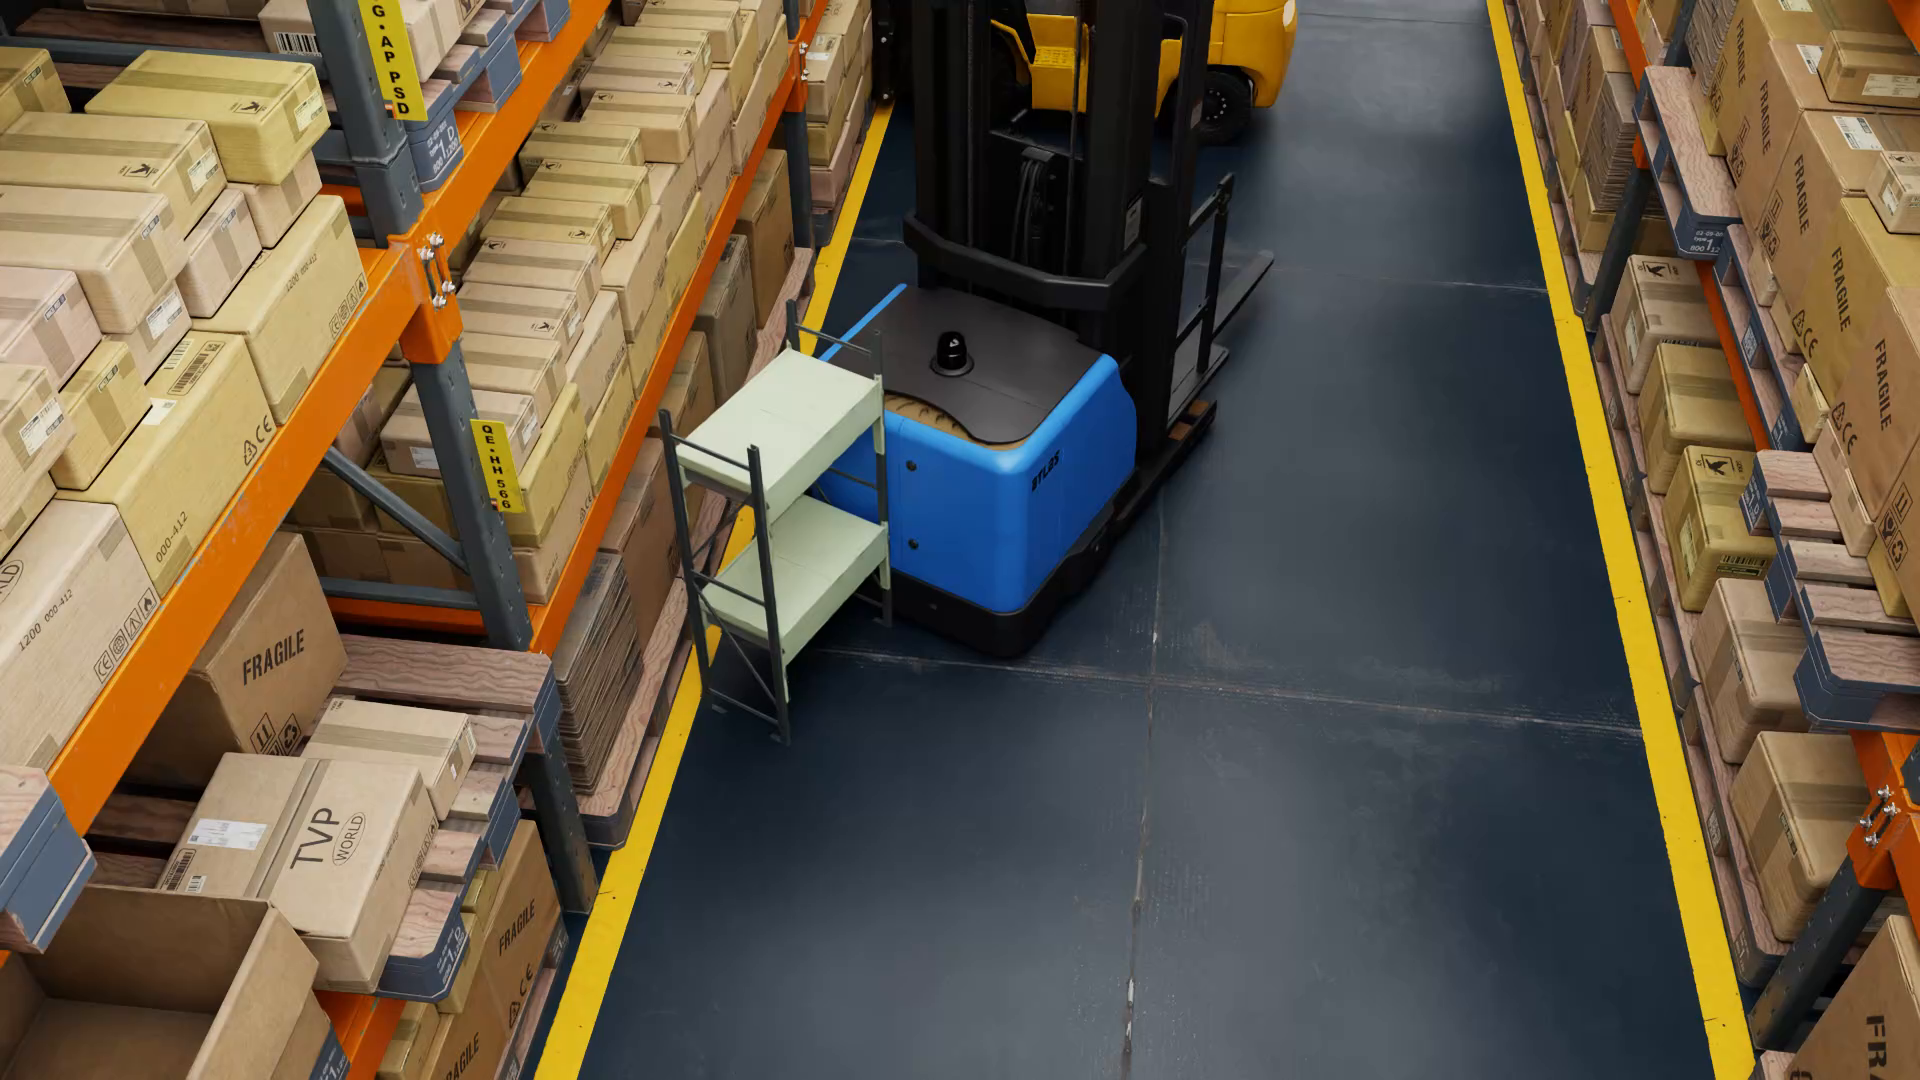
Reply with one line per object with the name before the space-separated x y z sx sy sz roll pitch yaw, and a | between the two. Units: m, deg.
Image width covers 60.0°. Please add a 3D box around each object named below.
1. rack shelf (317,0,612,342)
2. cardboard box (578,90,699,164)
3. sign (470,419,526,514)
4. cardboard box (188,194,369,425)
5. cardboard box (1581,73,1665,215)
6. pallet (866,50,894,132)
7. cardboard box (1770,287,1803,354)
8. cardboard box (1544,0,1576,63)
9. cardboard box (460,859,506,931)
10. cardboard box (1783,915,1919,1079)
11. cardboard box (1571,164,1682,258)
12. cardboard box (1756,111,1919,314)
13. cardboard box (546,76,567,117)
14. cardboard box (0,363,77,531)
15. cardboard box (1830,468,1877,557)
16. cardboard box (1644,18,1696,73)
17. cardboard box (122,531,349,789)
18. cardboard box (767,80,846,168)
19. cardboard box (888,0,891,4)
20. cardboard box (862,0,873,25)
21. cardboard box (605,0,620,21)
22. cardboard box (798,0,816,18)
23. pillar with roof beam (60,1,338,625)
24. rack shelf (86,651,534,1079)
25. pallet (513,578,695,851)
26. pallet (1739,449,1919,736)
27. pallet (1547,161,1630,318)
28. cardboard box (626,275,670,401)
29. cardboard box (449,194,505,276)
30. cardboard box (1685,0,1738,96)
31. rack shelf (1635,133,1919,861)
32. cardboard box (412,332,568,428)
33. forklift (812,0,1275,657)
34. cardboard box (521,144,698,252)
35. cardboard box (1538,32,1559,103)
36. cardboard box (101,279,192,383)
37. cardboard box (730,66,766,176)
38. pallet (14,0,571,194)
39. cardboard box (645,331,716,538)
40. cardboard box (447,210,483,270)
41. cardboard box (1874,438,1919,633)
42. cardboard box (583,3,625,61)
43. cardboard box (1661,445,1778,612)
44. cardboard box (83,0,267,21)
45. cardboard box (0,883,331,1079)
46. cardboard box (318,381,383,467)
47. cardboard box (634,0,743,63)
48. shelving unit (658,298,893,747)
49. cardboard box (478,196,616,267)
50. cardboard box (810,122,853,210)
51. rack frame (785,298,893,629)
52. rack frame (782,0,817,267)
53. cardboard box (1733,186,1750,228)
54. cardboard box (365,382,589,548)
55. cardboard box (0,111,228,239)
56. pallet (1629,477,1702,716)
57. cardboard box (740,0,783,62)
rack shelf | -1.530 -2.039 5.586 1.077 0.370 4.000 5 44 6
cardboard box | -1.189 -1.532 6.164 0.380 0.149 0.250 4 44 4
sign | -1.256 -0.197 4.514 0.100 0.325 0.005 5 44 6
cardboard box | -1.622 -0.511 3.558 0.500 0.250 0.500 4 44 4
cardboard box | 3.467 -1.980 8.330 0.500 0.500 0.500 5 44 5
pallet | -0.961 -2.934 10.217 1.003 0.211 1.213 5 44 6
cardboard box | 3.062 -0.769 5.780 0.380 0.149 0.250 4 44 4
cardboard box | 3.661 -3.039 9.449 0.500 0.500 0.500 6 44 6
cardboard box | -1.609 1.031 5.042 0.380 0.149 0.250 3 44 3
cardboard box | 2.952 1.683 4.553 0.875 0.875 0.875 5 44 5
cardboard box | 3.466 -1.707 8.588 0.500 0.250 0.500 7 44 7
cardboard box | 3.107 -1.101 5.659 0.500 0.500 0.500 4 44 4
cardboard box | -1.746 -1.762 6.407 0.380 0.149 0.250 5 44 5
cardboard box | -1.688 -0.162 2.683 0.380 0.149 0.250 4 44 5
cardboard box | 2.888 -0.071 5.042 0.380 0.149 0.250 5 44 5
cardboard box | 3.395 -2.281 7.682 0.380 0.149 0.250 5 44 5
cardboard box | -2.018 0.300 4.396 0.500 0.500 0.500 7 44 7
cardboard box | -0.896 -2.211 8.757 0.500 0.250 0.500 5 44 5
cardboard box | -0.686 -3.241 9.844 0.500 0.250 0.500 5 44 5
cardboard box | -0.759 -3.080 9.311 0.500 0.250 0.500 7 44 7
cardboard box | -1.646 -2.278 6.952 0.380 0.149 0.250 5 44 5
cardboard box | -0.949 -2.889 8.069 0.500 0.500 0.500 4 44 4
pillar with roof beam | 1.751 -2.606 3.479 9.100 9.000 0.400 5 44 6
rack shelf | -2.059 1.776 3.738 1.077 0.370 4.000 5 44 6
pallet | -1.647 0.607 6.478 1.003 0.211 1.213 5 44 6
pallet | 3.114 0.175 5.046 1.213 0.211 1.003 5 44 6
pallet | 3.708 -1.574 8.781 1.003 0.211 1.213 5 44 6
cardboard box | -1.361 -0.768 6.011 0.500 0.250 0.500 4 44 4
cardboard box | -1.876 -0.996 5.888 0.500 0.250 0.500 5 44 5
cardboard box | 3.308 -2.129 6.745 0.500 0.500 0.500 6 44 7
rack shelf | 3.390 -0.501 6.143 1.077 0.370 4.000 5 44 6
cardboard box | -1.427 -0.493 5.066 0.380 0.149 0.250 6 44 6
forklift | 0.543 -1.594 6.824 1.130 2.935 3.031 22 48 22
cardboard box | -1.297 -1.302 6.211 0.500 0.250 0.500 6 44 6
cardboard box | 3.668 -2.761 9.701 0.500 0.250 0.500 8 44 8
cardboard box | -1.717 -0.413 3.164 0.380 0.149 0.250 6 44 6
cardboard box | -1.134 -1.809 7.111 0.500 0.250 0.500 5 44 5
pallet | -1.794 -1.339 4.461 1.213 0.211 1.003 7 44 7
cardboard box | -1.531 -0.467 7.006 0.875 0.625 0.625 4 44 4
cardboard box | -1.859 -1.064 5.670 0.380 0.149 0.250 5 44 5
cardboard box | 2.910 -0.031 4.529 0.500 0.500 0.500 4 44 4
cardboard box | -1.664 -2.037 6.988 0.500 0.250 0.500 5 44 5
cardboard box | 3.406 -0.002 6.698 0.950 0.372 0.625 7 44 7
cardboard box | -1.953 -1.589 4.318 0.500 0.250 0.500 5 44 6
cardboard box | -1.827 1.091 3.558 0.797 0.503 0.637 4 44 5
cardboard box | -1.952 -0.360 4.926 0.380 0.149 0.250 7 44 7
cardboard box | -1.095 -2.062 6.724 0.380 0.149 0.250 4 44 4
shelving unit | -0.642 -0.037 6.220 0.431 1.500 0.755 22 48 22
cardboard box | -1.393 -1.023 5.627 0.380 0.149 0.250 6 44 6
cardboard box | -0.874 -2.028 8.927 0.500 0.250 0.500 6 44 6
rack frame | -0.454 -0.253 6.448 0.400 1.500 0.023 22 48 22
rack frame | -1.266 -2.574 7.809 1.000 3.000 0.127 5 44 6
cardboard box | 3.189 -1.298 6.339 0.380 0.149 0.250 6 44 6
cardboard box | -1.469 -0.253 5.103 0.500 0.250 0.500 5 44 5
cardboard box | -1.687 -0.705 3.256 0.380 0.149 0.250 4 44 4
pallet | 3.394 0.251 6.853 1.003 0.211 1.213 5 44 6
cardboard box | -1.078 -2.343 7.311 0.500 0.250 0.500 4 44 5
